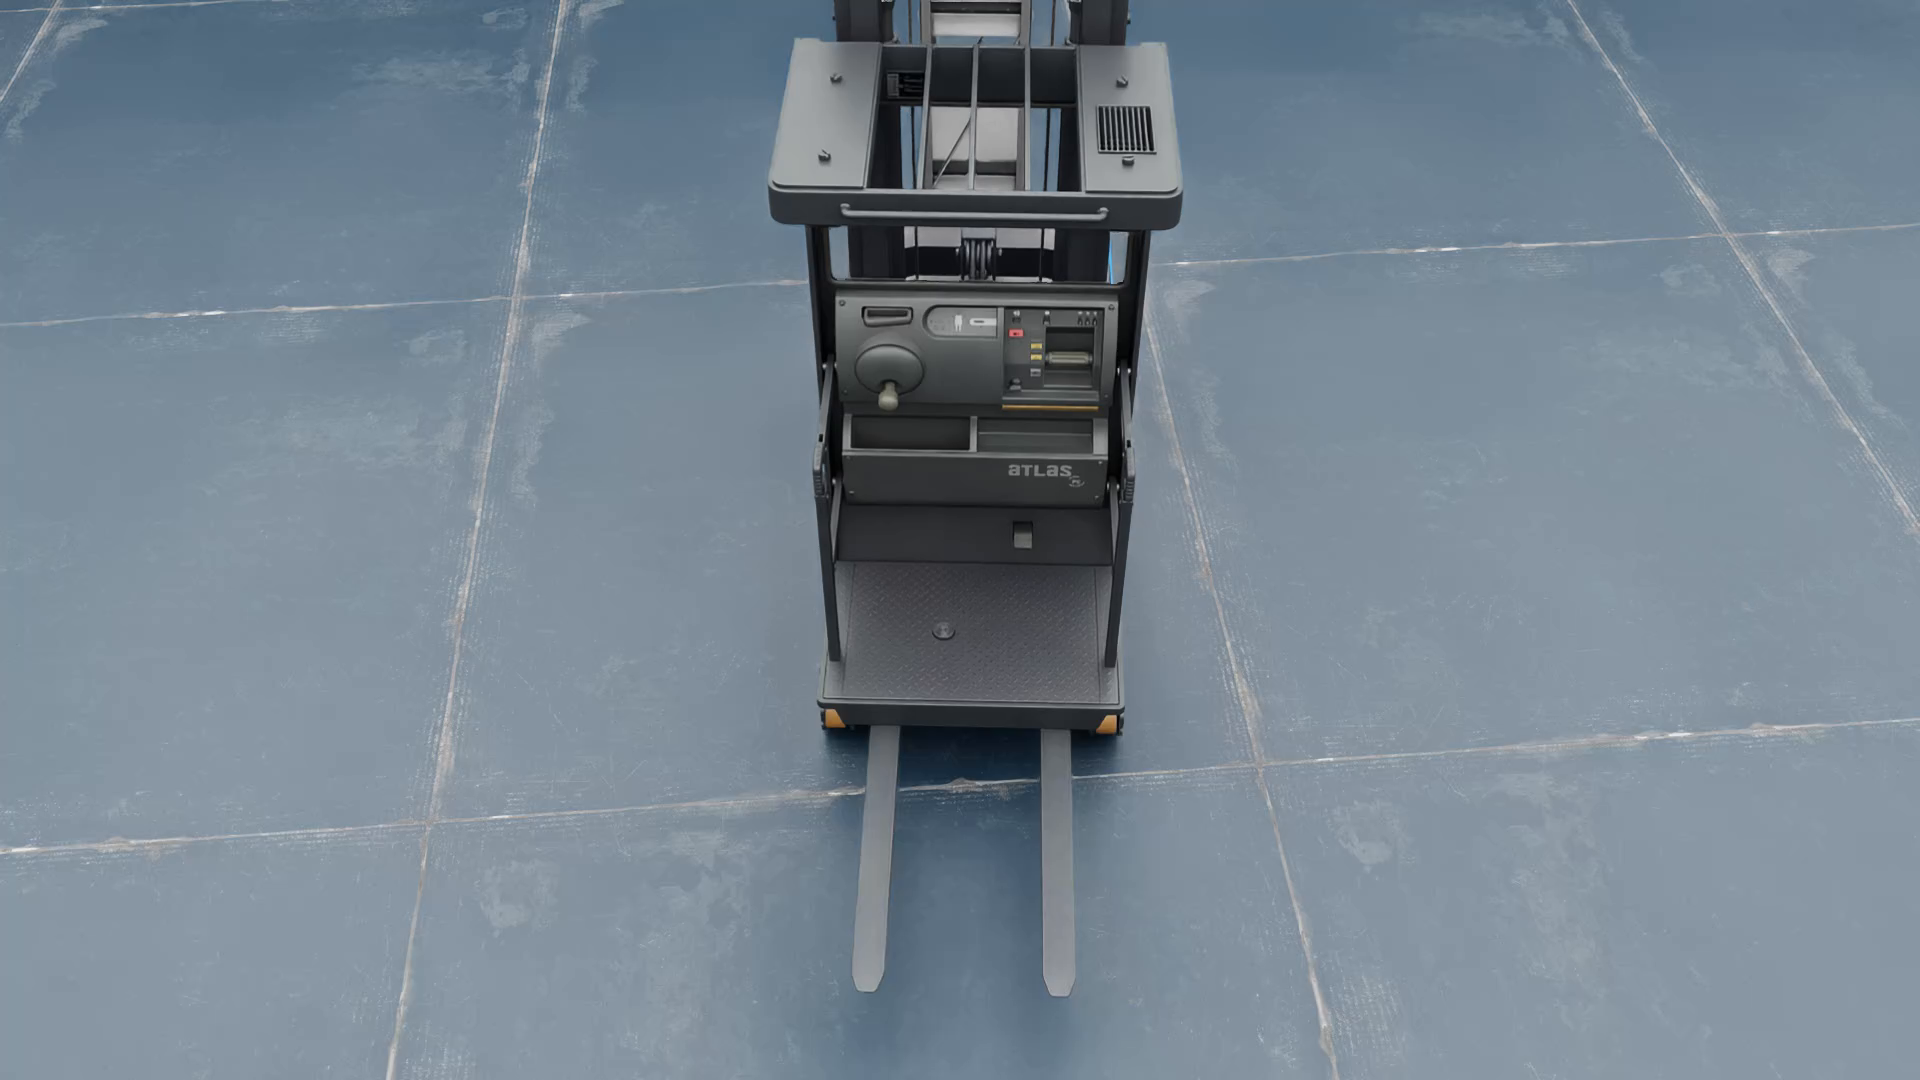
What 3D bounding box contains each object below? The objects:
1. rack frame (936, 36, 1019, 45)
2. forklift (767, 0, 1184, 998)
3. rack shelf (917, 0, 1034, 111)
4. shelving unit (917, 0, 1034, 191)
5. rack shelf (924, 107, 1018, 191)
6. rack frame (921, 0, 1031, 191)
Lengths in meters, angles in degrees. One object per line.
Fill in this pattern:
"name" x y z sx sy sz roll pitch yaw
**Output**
"rack frame" 0.071 -1.709 7.059 0.400 2.100 0.015 1 47 1
"forklift" 0.050 -0.525 5.365 1.130 2.935 3.031 1 47 1
"rack shelf" 0.064 -2.004 6.393 0.431 0.518 0.480 1 47 1
"shelving unit" 0.064 -1.532 6.891 0.431 2.100 0.503 1 47 1
"rack shelf" 0.064 -1.523 6.901 0.431 0.518 0.480 1 47 1
"rack frame" 0.058 -1.355 6.723 0.400 2.100 0.015 1 47 1
